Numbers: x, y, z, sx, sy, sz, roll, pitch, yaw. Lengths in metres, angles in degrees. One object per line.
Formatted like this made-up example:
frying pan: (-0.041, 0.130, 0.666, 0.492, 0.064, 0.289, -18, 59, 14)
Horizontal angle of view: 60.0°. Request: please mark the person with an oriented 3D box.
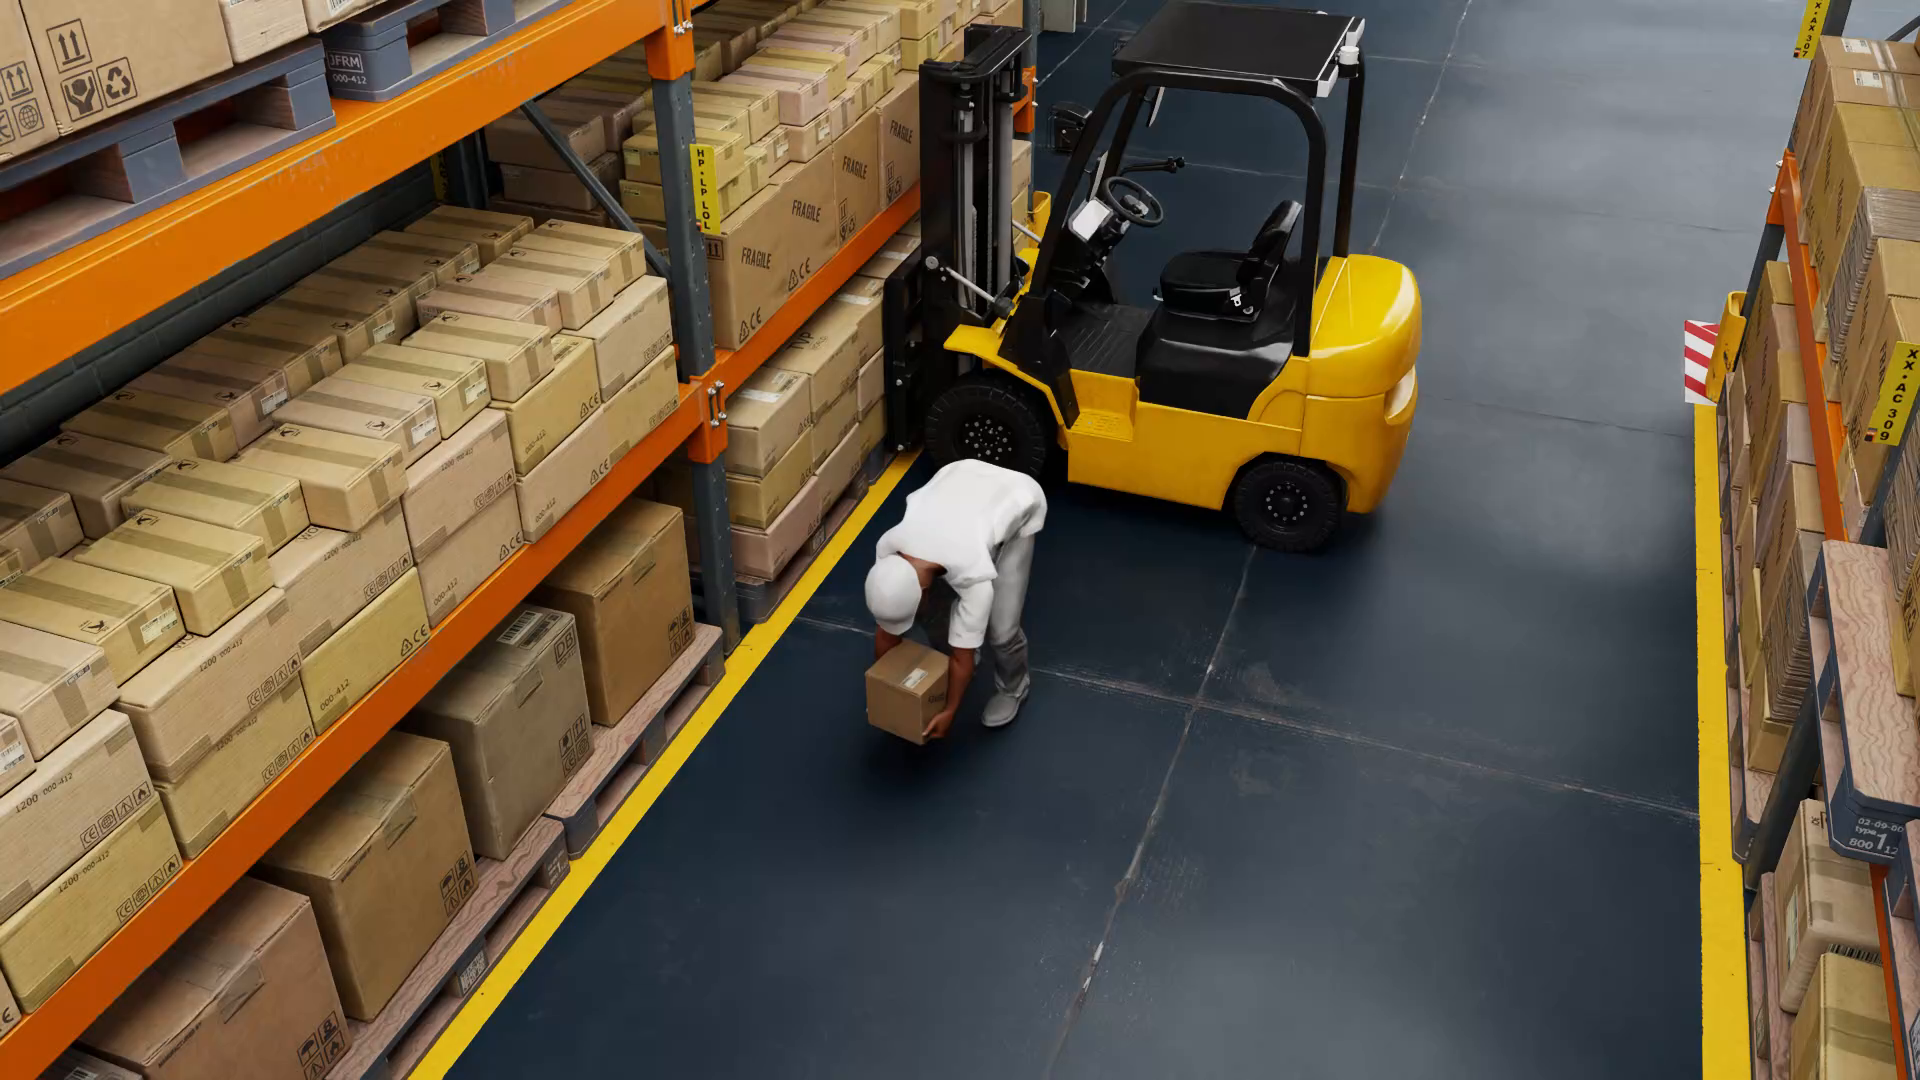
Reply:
person: (-0.036, 0.295, 6.304, 0.485, 1.064, 0.982, 18, 37, 26)
